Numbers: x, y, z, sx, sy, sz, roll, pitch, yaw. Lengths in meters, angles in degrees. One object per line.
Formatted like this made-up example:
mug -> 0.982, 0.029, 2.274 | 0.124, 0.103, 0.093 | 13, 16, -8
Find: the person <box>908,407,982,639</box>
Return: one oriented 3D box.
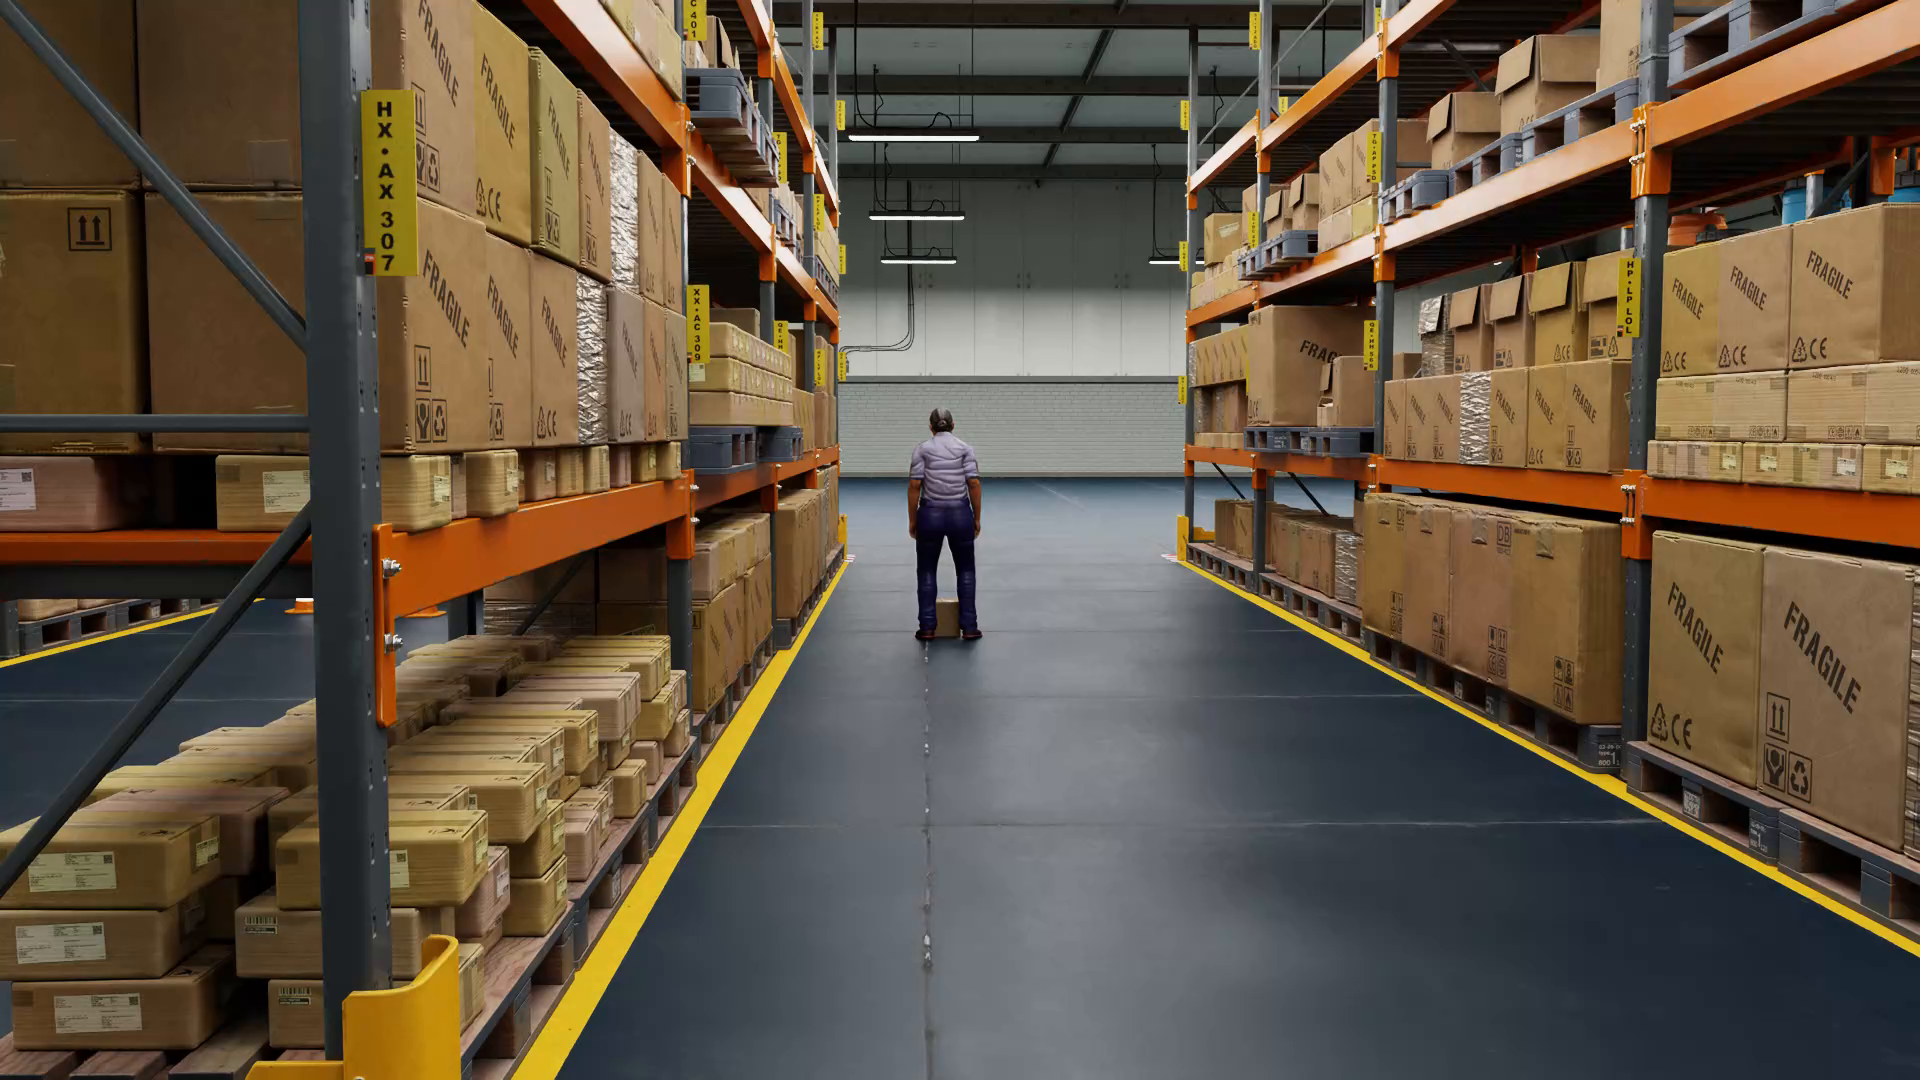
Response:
person -> -0.098, -0.118, 11.809 | 0.532, 1.651, 0.372 | 0, 4, -3
